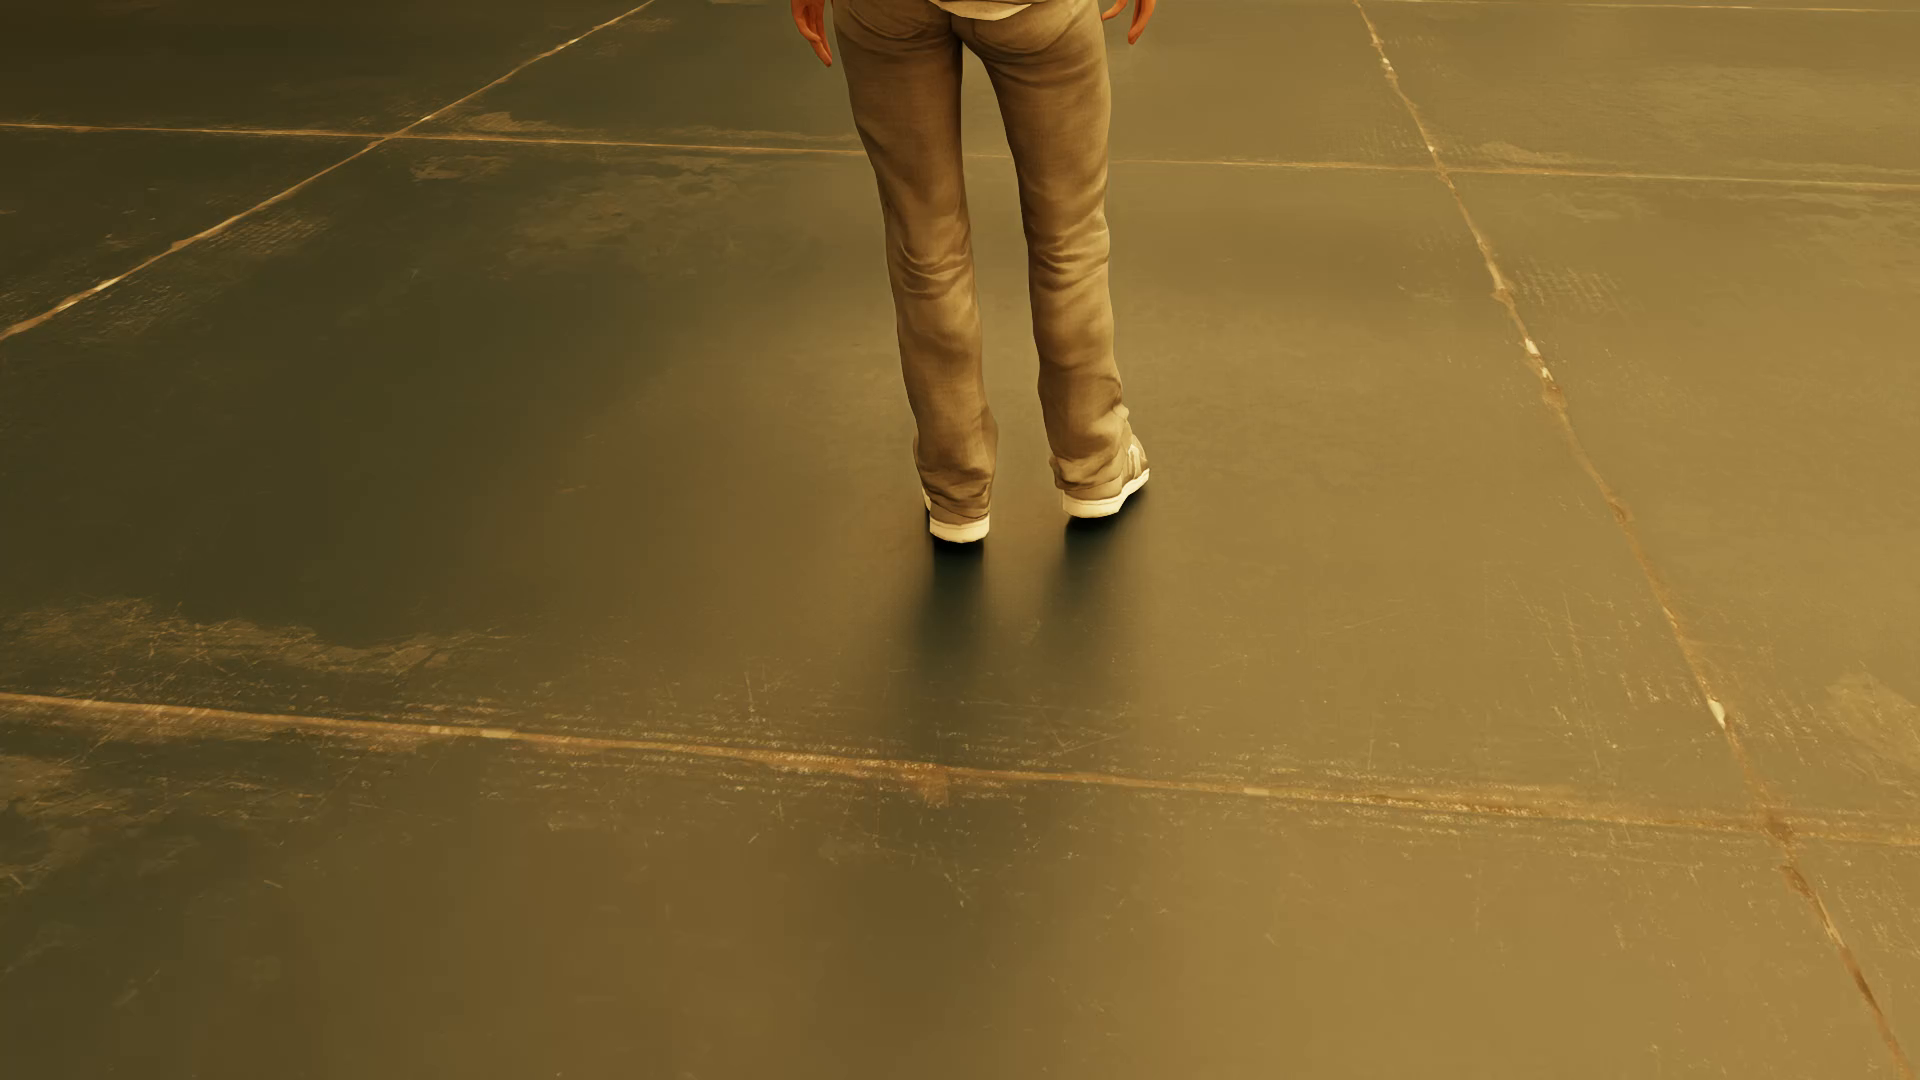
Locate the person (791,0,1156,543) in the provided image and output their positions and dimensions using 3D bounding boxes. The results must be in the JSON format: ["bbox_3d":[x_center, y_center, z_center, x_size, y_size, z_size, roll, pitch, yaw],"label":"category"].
[{"bbox_3d":[0.024,-0.753,2.204,0.520,1.597,0.475,3,27,7],"label":"person"}]
